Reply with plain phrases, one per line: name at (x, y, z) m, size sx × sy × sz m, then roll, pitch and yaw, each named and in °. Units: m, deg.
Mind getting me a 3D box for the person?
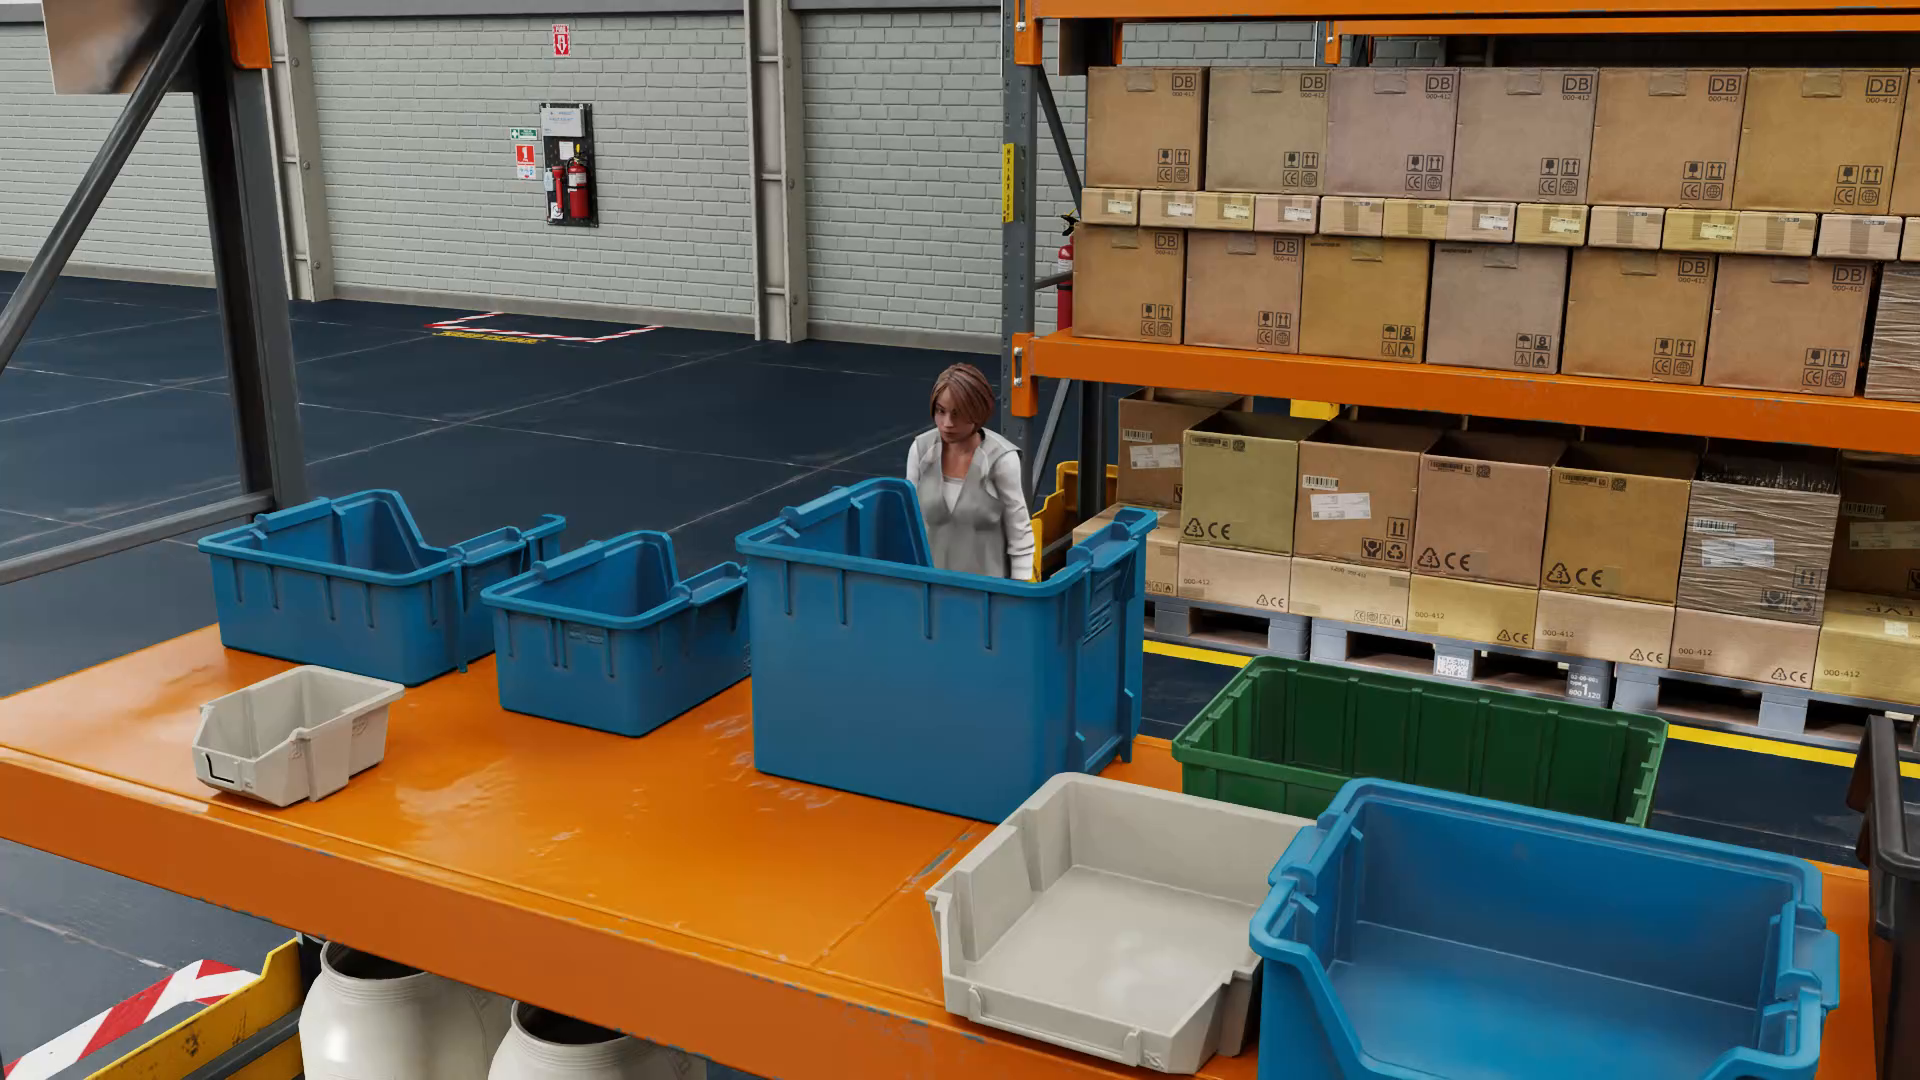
person at (0.000, 0.216, 5.302) m, size 0.483 × 1.591 × 0.347 m, roll 7°, pitch 17°, yaw 22°
